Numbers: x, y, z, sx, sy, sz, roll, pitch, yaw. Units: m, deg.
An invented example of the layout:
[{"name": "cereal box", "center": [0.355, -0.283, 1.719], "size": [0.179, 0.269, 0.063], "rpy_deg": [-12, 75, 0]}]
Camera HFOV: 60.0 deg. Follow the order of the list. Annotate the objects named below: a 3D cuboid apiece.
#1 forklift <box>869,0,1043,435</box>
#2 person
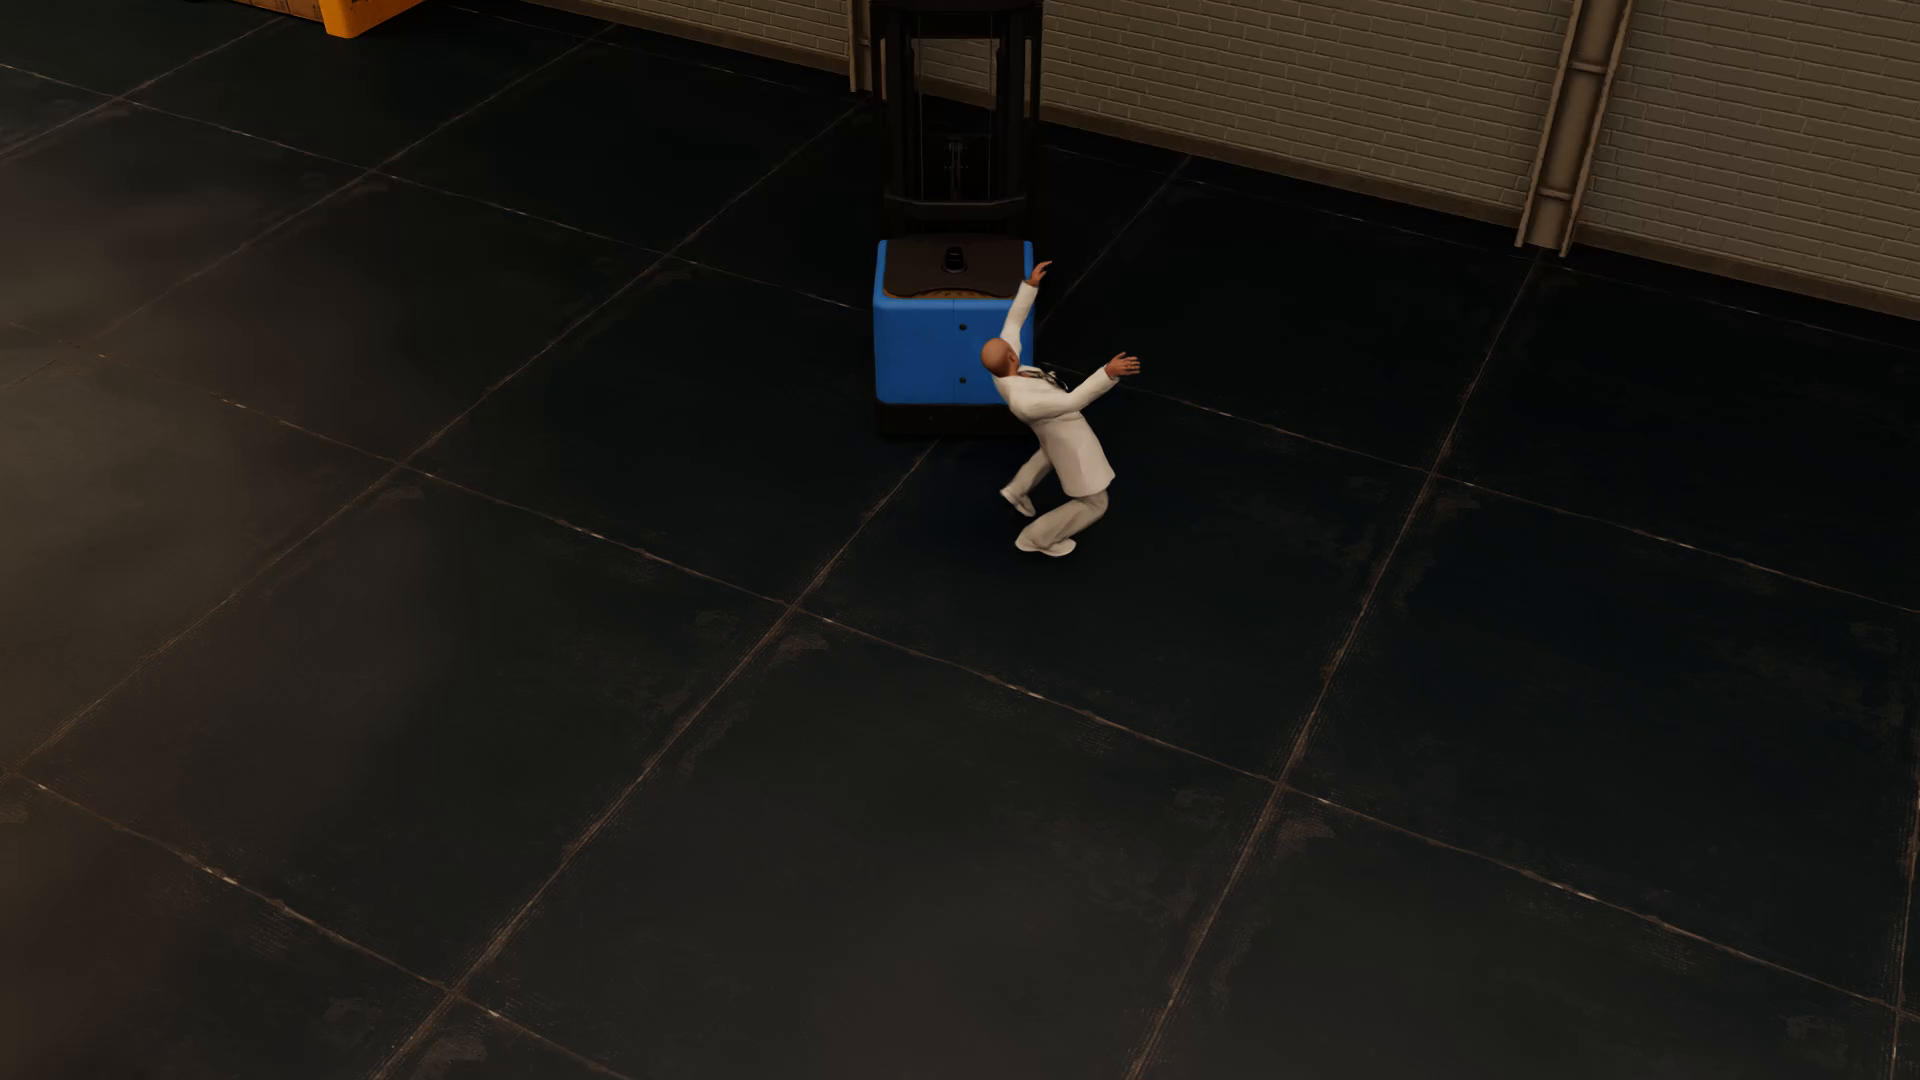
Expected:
[{"name": "forklift", "center": [-0.021, -2.736, 11.235], "size": [1.130, 2.935, 3.031], "rpy_deg": [0, 40, 1]}, {"name": "person", "center": [0.514, -0.634, 9.703], "size": [0.748, 1.714, 1.047], "rpy_deg": [-15, 42, -17]}]
